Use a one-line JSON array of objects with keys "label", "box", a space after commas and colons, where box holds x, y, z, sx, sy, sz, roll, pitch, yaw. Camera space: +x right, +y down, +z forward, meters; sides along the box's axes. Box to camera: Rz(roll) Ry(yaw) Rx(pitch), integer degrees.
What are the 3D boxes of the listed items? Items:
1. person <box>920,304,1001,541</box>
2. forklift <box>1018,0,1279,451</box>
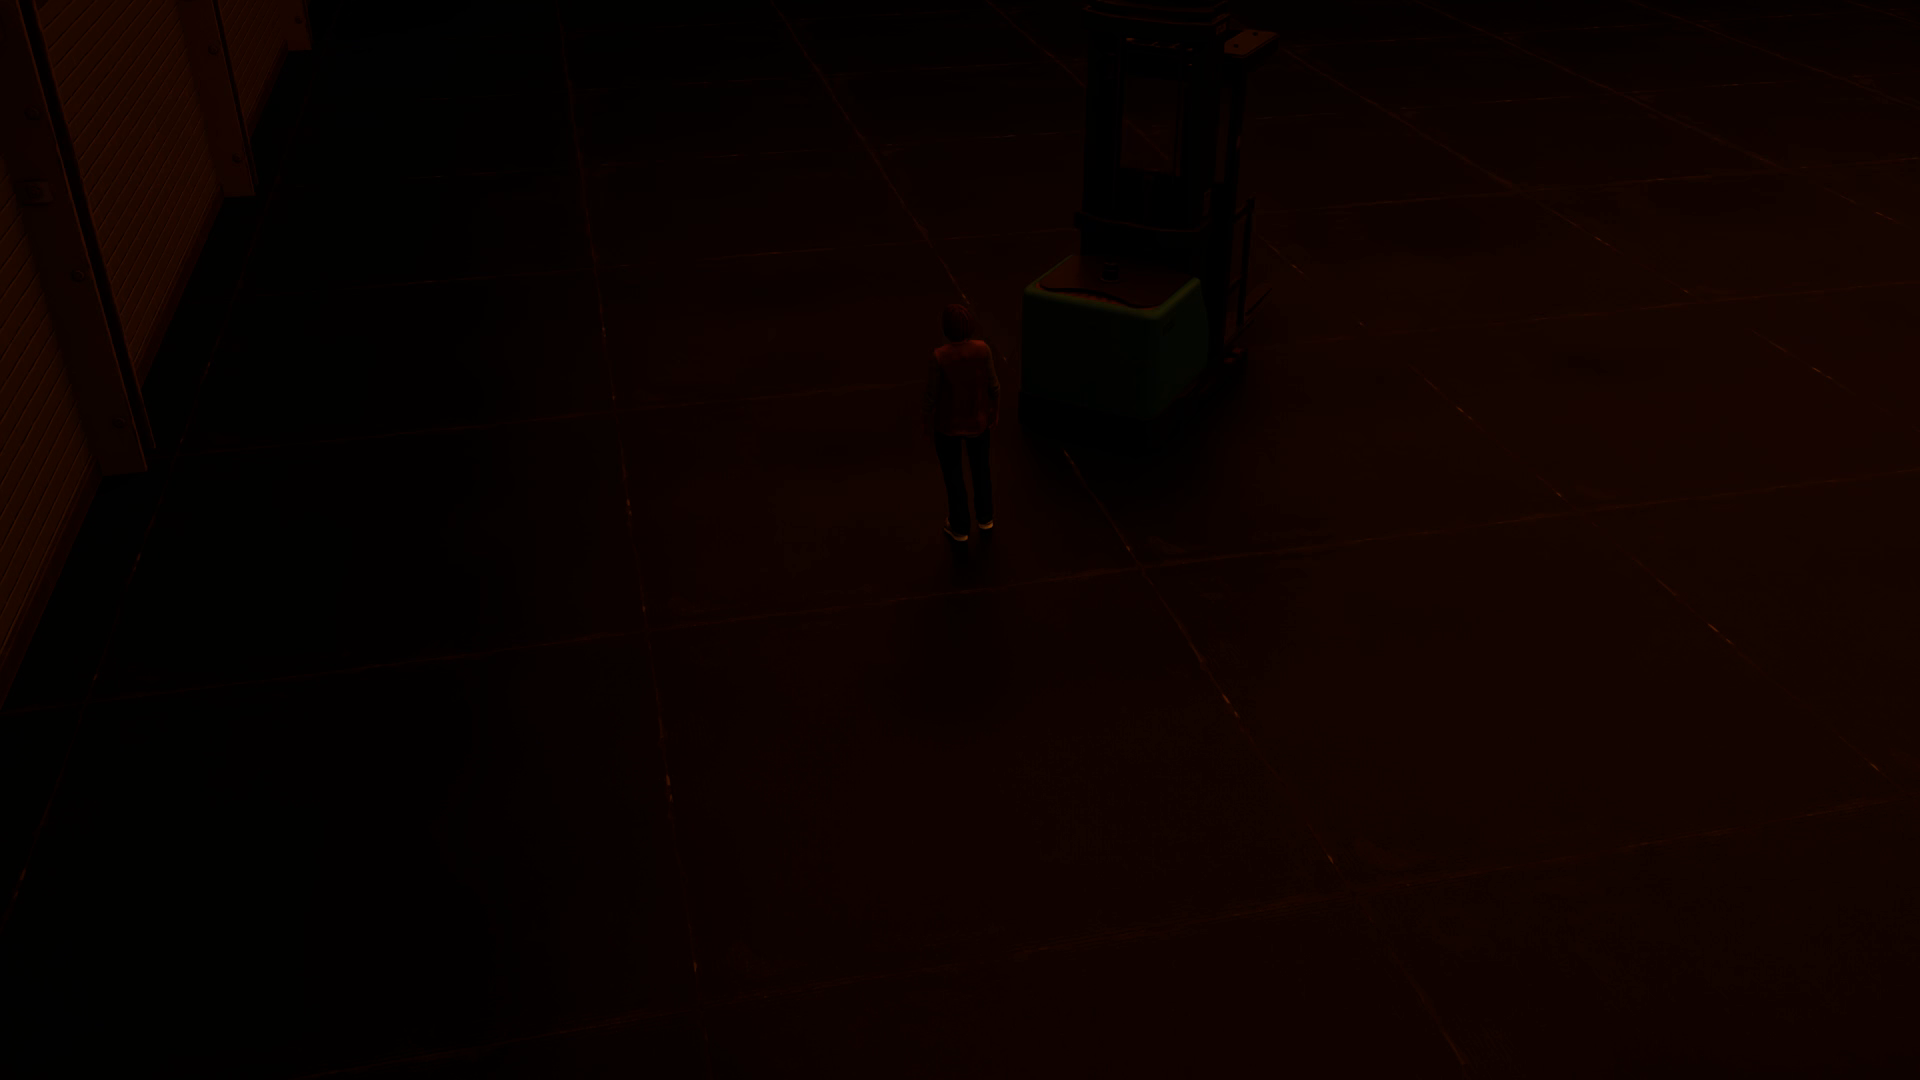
[{"label": "person", "box": [-0.004, -0.736, 10.162, 0.520, 1.599, 0.473, -7, 31, -12]}, {"label": "forklift", "box": [1.557, -2.588, 12.045, 1.130, 2.935, 3.031, 15, 33, 24]}]
